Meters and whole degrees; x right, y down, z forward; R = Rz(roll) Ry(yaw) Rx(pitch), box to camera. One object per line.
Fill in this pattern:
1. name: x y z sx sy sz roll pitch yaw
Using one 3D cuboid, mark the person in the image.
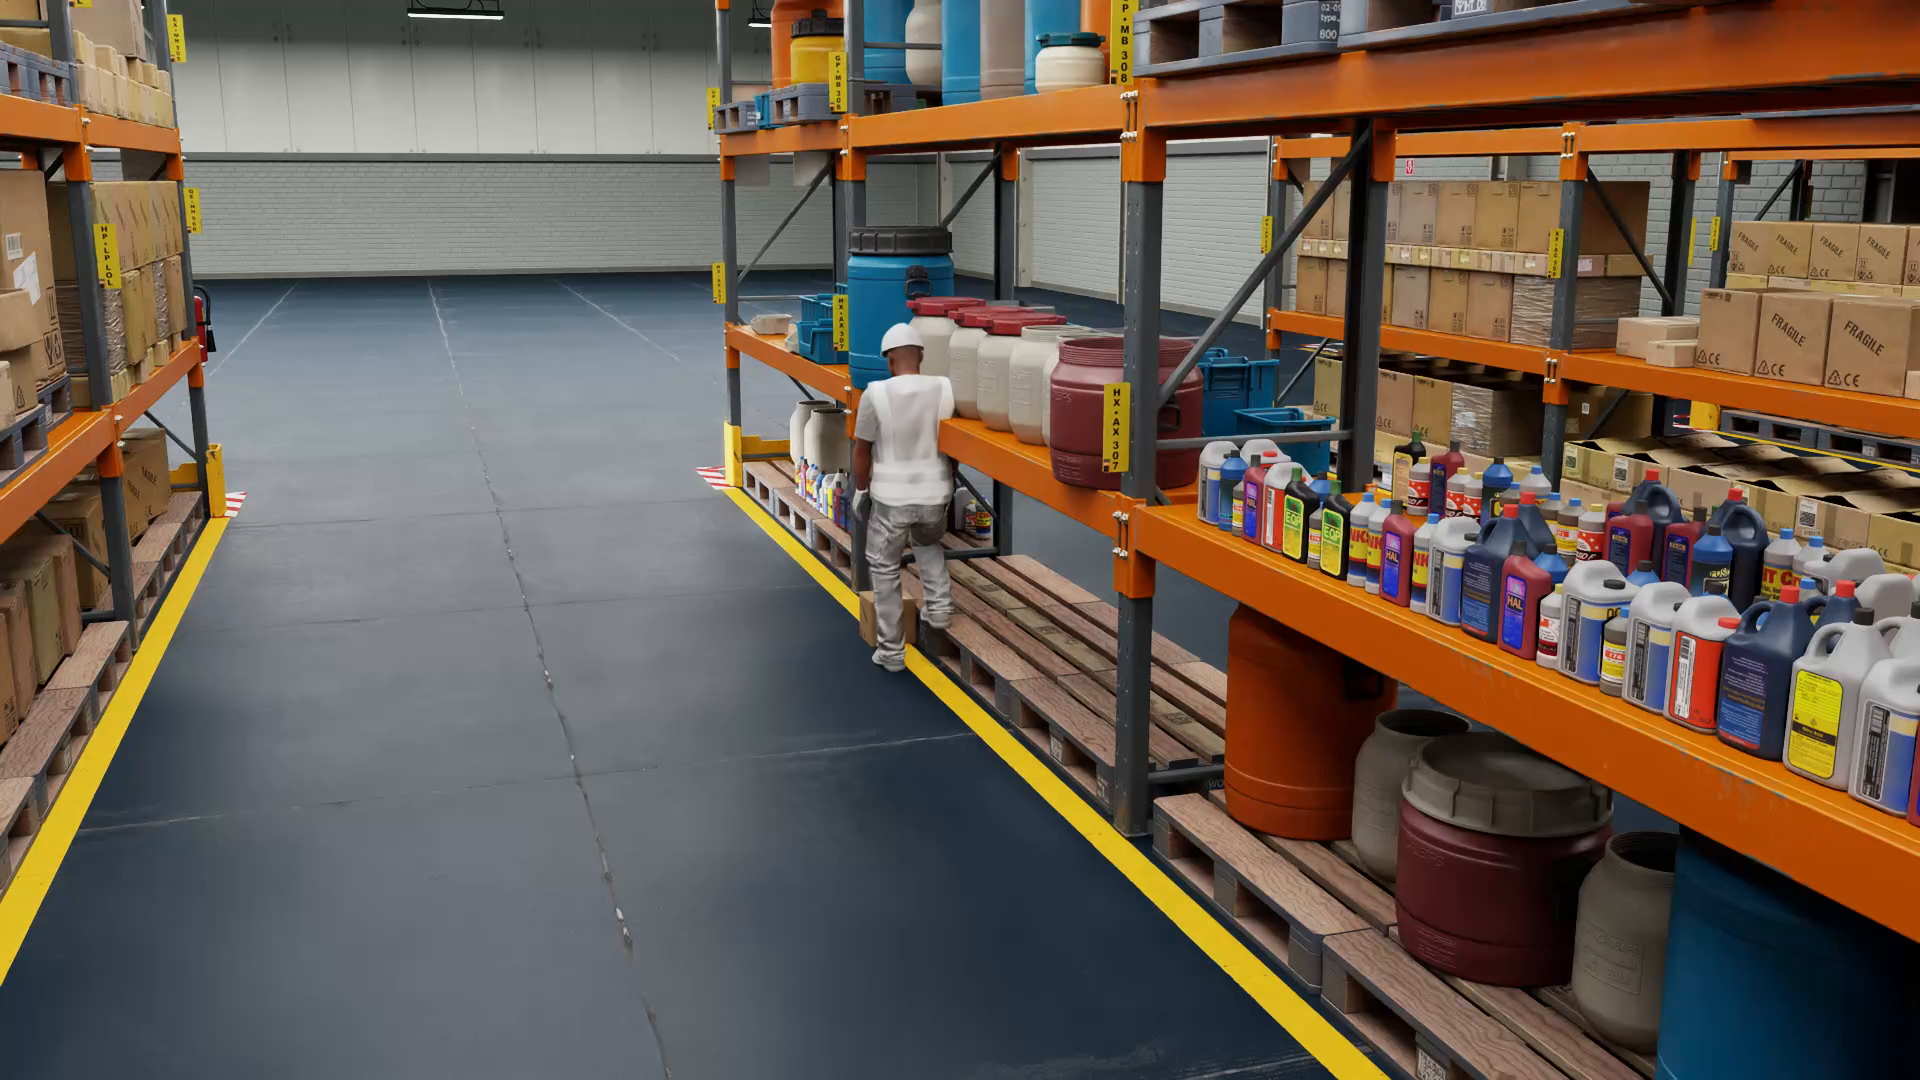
1. person: -0.288 -0.224 8.509 0.559 1.759 0.506 -4 13 -16
